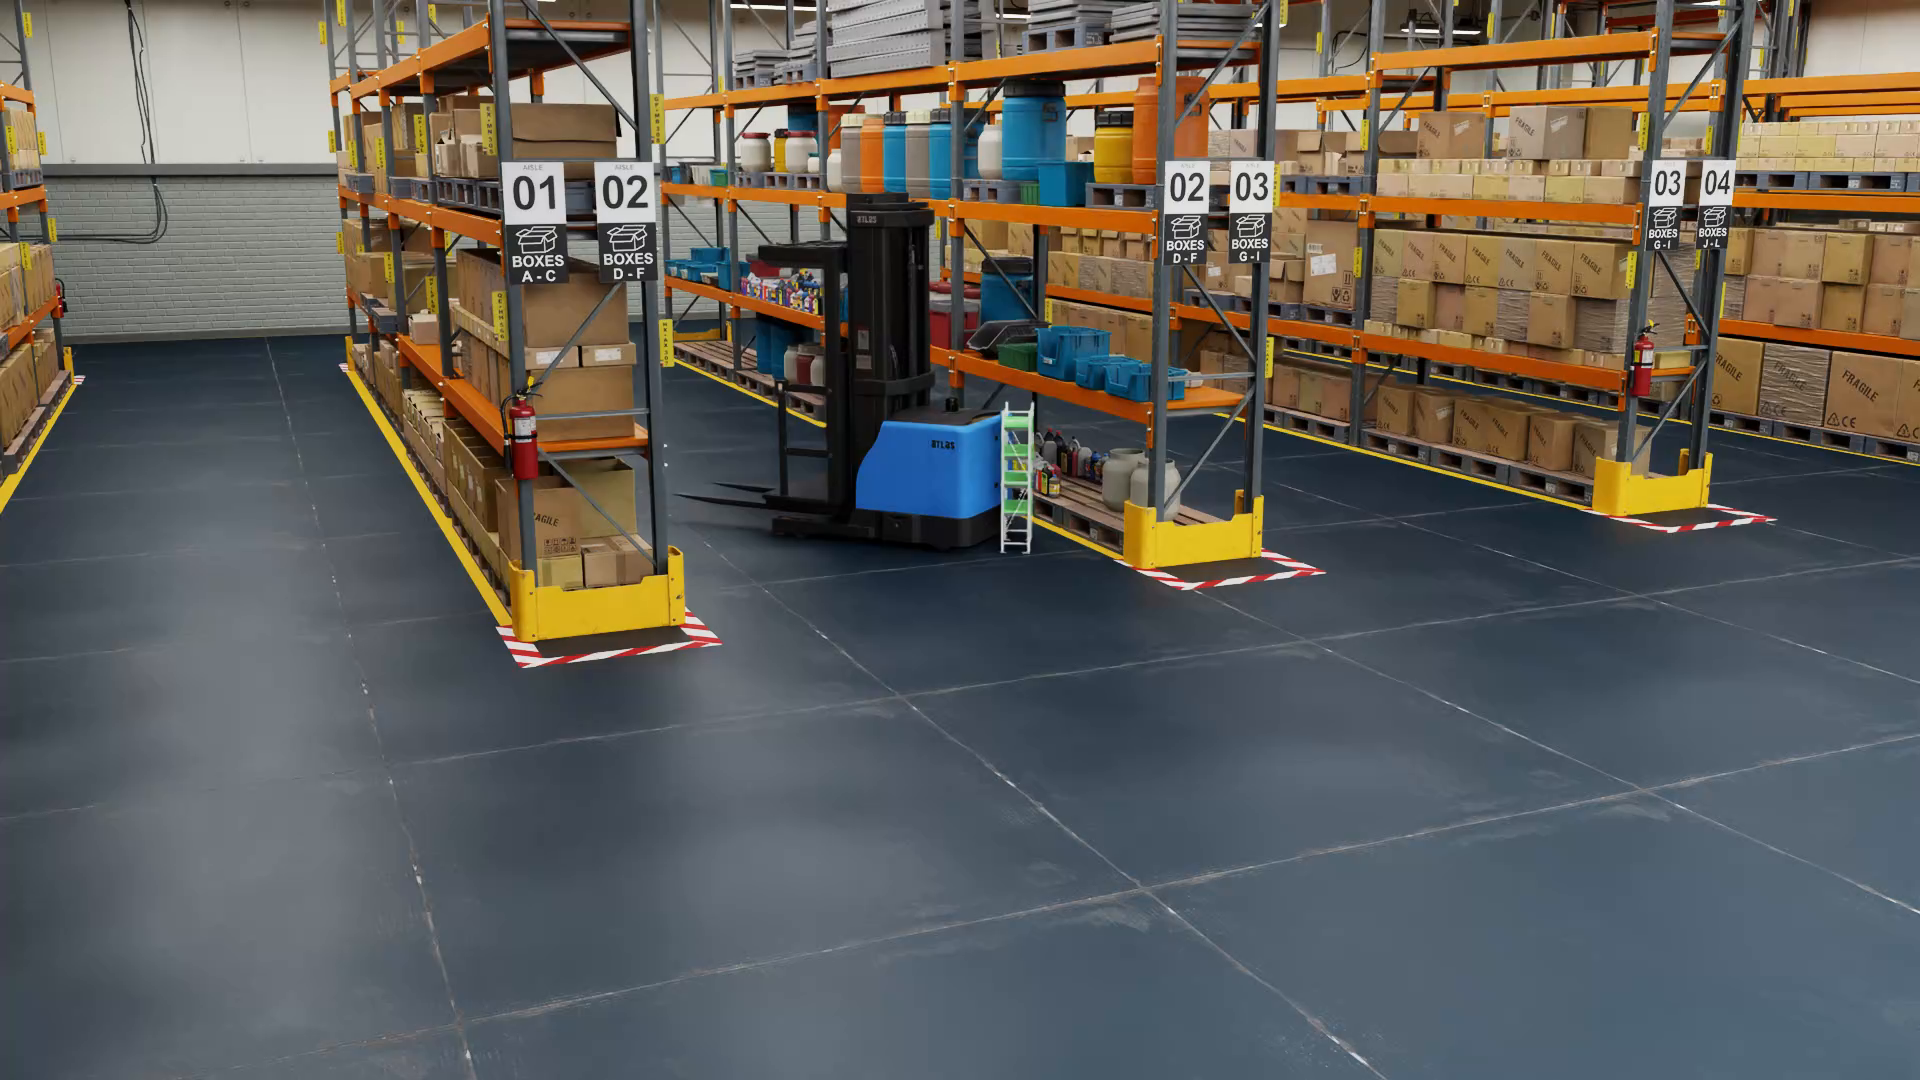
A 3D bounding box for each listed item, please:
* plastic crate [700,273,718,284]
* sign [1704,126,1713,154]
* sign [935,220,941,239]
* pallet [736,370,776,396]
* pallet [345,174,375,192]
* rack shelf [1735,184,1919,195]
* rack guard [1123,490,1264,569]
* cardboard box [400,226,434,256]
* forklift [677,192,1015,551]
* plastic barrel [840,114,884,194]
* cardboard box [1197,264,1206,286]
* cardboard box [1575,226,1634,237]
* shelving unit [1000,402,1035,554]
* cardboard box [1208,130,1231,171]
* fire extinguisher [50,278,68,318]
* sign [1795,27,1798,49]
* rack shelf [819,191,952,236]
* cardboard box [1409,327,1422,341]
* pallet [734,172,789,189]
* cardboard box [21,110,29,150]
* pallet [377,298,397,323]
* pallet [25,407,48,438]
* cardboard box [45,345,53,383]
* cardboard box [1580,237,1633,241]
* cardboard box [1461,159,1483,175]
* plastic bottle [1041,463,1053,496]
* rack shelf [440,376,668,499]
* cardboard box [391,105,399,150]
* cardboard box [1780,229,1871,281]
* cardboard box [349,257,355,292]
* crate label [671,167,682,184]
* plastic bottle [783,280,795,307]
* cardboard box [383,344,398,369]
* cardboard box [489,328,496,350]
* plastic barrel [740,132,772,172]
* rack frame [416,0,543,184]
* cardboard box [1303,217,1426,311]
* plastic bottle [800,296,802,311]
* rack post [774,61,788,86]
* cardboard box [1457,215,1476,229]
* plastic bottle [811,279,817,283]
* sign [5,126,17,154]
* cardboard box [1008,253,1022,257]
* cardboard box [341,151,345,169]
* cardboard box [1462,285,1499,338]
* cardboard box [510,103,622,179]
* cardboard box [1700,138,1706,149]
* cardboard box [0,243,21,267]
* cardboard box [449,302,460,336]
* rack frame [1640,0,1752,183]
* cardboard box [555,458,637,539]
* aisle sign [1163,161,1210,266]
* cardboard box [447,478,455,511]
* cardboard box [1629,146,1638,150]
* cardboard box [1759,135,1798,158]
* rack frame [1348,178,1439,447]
[{"bbox_3d":[-3.786,-4.013,25.507,0.293,0.136,0.466,-6,14,-23],"label":"plastic crate"},{"bbox_3d":[9.021,-4.817,20.031,0.100,0.325,0.005,-6,14,-23],"label":"sign"},{"bbox_3d":[-0.388,-5.465,29.233,0.100,0.325,0.005,-6,14,-23],"label":"sign"},{"bbox_3d":[-2.542,-2.258,23.656,1.003,0.211,1.213,-6,14,-23],"label":"pallet"},{"bbox_3d":[-7.156,-4.561,21.191,1.213,0.211,1.003,-6,14,-23],"label":"pallet"},{"bbox_3d":[13.209,-4.993,24.234,1.077,0.370,4.000,-6,14,-23],"label":"rack shelf"},{"bbox_3d":[1.920,-0.094,13.666,1.175,0.500,0.348,-6,14,-23],"label":"rack guard"},{"bbox_3d":[-7.284,-3.991,22.524,0.500,0.500,0.500,-5,14,-21],"label":"cardboard box"},{"bbox_3d":[-1.077,-1.544,14.541,3.031,2.935,1.130,6,14,25],"label":"forklift"},{"bbox_3d":[-1.081,-4.469,19.264,0.600,0.901,0.600,0,13,0],"label":"plastic barrel"},{"bbox_3d":[3.382,-3.574,22.938,0.500,0.500,0.500,-5,14,-21],"label":"cardboard box"},{"bbox_3d":[8.699,-3.954,22.362,0.700,0.500,0.500,-6,14,-24],"label":"cardboard box"},{"bbox_3d":[0.484,-0.528,13.991,0.258,1.200,0.503,1,13,5],"label":"shelving unit"},{"bbox_3d":[3.480,-4.928,21.029,0.500,0.500,0.500,-6,14,-23],"label":"cardboard box"},{"bbox_3d":[-13.131,-3.564,24.117,0.296,0.674,0.183,-6,14,-23],"label":"fire extinguisher"},{"bbox_3d":[12.901,-7.763,25.706,0.100,0.325,0.005,-6,14,-23],"label":"sign"},{"bbox_3d":[-0.410,-3.651,18.434,1.077,0.370,4.000,-6,14,-23],"label":"rack shelf"},{"bbox_3d":[5.063,-2.227,17.897,0.380,0.149,0.250,-6,14,-23],"label":"cardboard box"},{"bbox_3d":[-2.410,-4.996,23.068,1.213,0.211,1.003,-6,14,-23],"label":"pallet"},{"bbox_3d":[-12.543,-5.380,21.826,0.500,0.500,0.500,-6,14,-25],"label":"cardboard box"},{"bbox_3d":[-6.534,-2.814,20.302,1.003,0.211,1.213,-6,14,-23],"label":"pallet"},{"bbox_3d":[-11.513,-1.373,19.836,1.003,0.211,1.213,-6,14,-23],"label":"pallet"},{"bbox_3d":[-12.718,-2.355,22.505,0.700,0.500,0.500,-6,14,-25],"label":"cardboard box"},{"bbox_3d":[6.367,-2.670,16.157,0.500,0.500,0.500,-6,14,-23],"label":"cardboard box"},{"bbox_3d":[5.334,-3.795,16.912,0.380,0.149,0.250,-6,14,-24],"label":"cardboard box"},{"bbox_3d":[0.793,-0.553,15.157,0.061,0.283,0.133,-5,14,-22],"label":"plastic bottle"},{"bbox_3d":[-3.348,-0.916,13.272,1.077,0.370,4.000,-6,14,-23],"label":"rack shelf"},{"bbox_3d":[-6.329,-4.805,19.387,0.500,0.500,0.500,-6,14,-23],"label":"cardboard box"},{"bbox_3d":[10.048,-3.294,19.221,0.875,0.550,0.550,-6,14,-23],"label":"cardboard box"},{"bbox_3d":[-8.610,-3.882,24.270,0.500,0.500,0.500,-6,14,-23],"label":"cardboard box"},{"bbox_3d":[-4.342,-5.775,26.346,0.408,0.251,0.502,-6,14,-23],"label":"crate label"},{"bbox_3d":[-2.247,-3.247,21.855,0.144,0.351,0.185,-6,14,-23],"label":"plastic bottle"},{"bbox_3d":[-6.781,-2.262,20.398,0.500,0.250,0.500,-6,14,-24],"label":"cardboard box"},{"bbox_3d":[-3.394,-1.547,12.743,0.380,0.149,0.250,-5,14,-21],"label":"cardboard box"},{"bbox_3d":[-2.832,-5.380,23.078,0.433,0.535,0.433,0,13,0],"label":"plastic barrel"},{"bbox_3d":[-4.149,-4.603,14.299,1.000,3.000,0.127,-6,14,-23],"label":"rack frame"},{"bbox_3d":[4.740,-3.248,19.487,1.000,1.000,1.000,-6,14,-23],"label":"cardboard box"},{"bbox_3d":[-2.003,-3.035,21.270,0.097,0.201,0.097,0,13,0],"label":"plastic bottle"},{"bbox_3d":[-1.886,-6.052,21.670,0.937,0.300,0.954,-4,14,-17],"label":"rack post"},{"bbox_3d":[9.762,-6.044,31.394,0.500,0.500,0.500,-6,14,-23],"label":"cardboard box"},{"bbox_3d":[-2.011,-3.487,23.059,0.152,0.276,0.135,-6,14,-23],"label":"plastic bottle"},{"bbox_3d":[-11.397,-4.802,19.969,0.100,0.325,0.005,-6,14,-23],"label":"sign"},{"bbox_3d":[1.098,-4.473,26.716,0.500,0.250,0.500,-5,14,-21],"label":"cardboard box"},{"bbox_3d":[-8.588,-5.455,23.857,0.500,0.250,0.500,-6,14,-23],"label":"cardboard box"},{"bbox_3d":[5.676,-2.361,17.038,0.875,0.500,0.500,-6,14,-23],"label":"cardboard box"},{"bbox_3d":[-2.773,-2.757,11.507,0.797,0.503,0.637,-5,14,-19],"label":"cardboard box"},{"bbox_3d":[12.118,-6.076,26.157,0.797,0.503,0.637,-7,15,-26],"label":"cardboard box"},{"bbox_3d":[-11.469,-3.380,19.732,0.500,0.250,0.500,-5,14,-22],"label":"cardboard box"},{"bbox_3d":[-4.853,-2.101,16.574,0.500,0.500,0.500,-6,14,-23],"label":"cardboard box"},{"bbox_3d":[6.532,-4.670,14.591,1.000,3.000,0.127,-6,14,-23],"label":"rack frame"},{"bbox_3d":[-2.759,-0.318,12.594,0.500,0.500,0.500,-6,14,-23],"label":"cardboard box"},{"bbox_3d":[1.750,-2.525,12.862,0.394,0.787,0.004,-6,14,-23],"label":"aisle sign"},{"bbox_3d":[-4.241,-0.422,14.706,0.500,0.250,0.500,-6,14,-23],"label":"cardboard box"},{"bbox_3d":[8.611,-5.015,21.776,0.500,0.311,0.500,-6,14,-25],"label":"cardboard box"},{"bbox_3d":[9.658,-4.557,19.275,0.500,0.250,0.500,-6,14,-23],"label":"cardboard box"},{"bbox_3d":[4.930,-2.574,18.838,1.000,3.000,0.127,-6,14,-23],"label":"rack frame"}]
